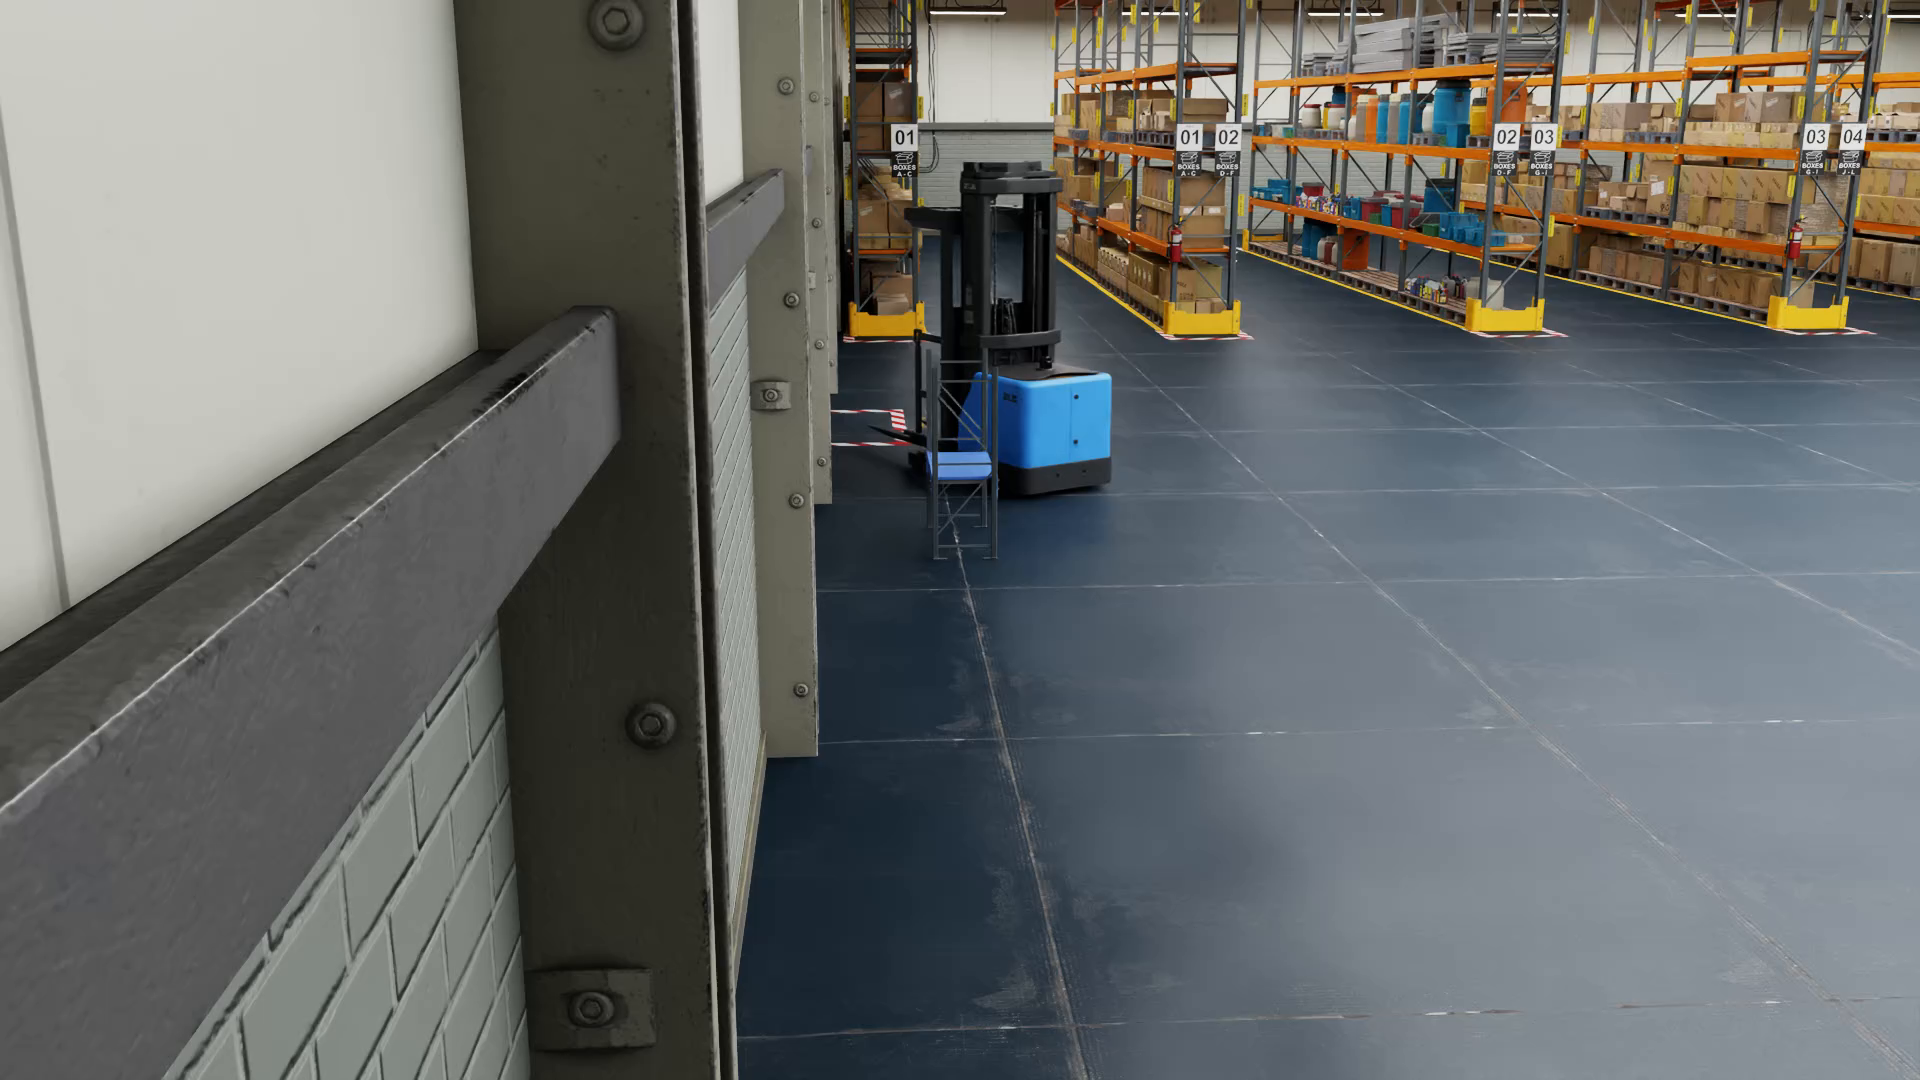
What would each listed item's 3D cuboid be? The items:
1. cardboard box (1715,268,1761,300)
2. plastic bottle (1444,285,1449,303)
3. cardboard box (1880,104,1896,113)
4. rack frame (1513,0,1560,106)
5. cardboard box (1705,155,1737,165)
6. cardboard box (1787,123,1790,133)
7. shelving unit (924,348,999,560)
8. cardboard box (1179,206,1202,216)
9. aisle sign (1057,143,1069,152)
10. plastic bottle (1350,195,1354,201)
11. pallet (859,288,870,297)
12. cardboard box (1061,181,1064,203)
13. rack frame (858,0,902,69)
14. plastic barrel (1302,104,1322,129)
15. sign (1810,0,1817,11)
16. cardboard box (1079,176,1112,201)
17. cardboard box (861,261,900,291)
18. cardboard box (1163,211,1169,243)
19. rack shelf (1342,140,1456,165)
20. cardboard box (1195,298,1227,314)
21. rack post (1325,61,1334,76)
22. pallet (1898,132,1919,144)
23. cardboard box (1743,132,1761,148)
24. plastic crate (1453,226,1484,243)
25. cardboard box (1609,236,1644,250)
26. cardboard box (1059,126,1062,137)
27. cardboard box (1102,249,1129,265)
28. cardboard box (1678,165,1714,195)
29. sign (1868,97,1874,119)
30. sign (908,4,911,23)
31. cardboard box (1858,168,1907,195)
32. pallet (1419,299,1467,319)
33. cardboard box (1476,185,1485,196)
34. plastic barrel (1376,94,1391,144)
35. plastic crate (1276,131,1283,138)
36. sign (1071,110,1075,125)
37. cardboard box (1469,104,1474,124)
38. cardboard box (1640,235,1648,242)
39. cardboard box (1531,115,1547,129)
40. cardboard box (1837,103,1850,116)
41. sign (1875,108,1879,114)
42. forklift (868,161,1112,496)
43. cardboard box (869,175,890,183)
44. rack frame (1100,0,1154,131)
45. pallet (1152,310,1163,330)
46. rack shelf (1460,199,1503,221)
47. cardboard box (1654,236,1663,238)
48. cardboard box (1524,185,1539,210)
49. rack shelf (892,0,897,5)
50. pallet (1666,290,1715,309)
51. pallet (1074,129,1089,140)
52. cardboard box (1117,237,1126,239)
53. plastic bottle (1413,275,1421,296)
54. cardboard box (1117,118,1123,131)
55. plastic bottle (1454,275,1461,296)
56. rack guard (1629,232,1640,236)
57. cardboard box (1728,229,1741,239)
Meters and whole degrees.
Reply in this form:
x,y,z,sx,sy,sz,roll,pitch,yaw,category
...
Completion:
x,y,z,sx,sy,sz,roll,pitch,yaw,category
13.583,-4.468,29.045,0.500,0.500,0.500,-2,15,-8,cardboard box
8.310,-4.212,28.445,0.061,0.283,0.133,-1,14,-3,plastic bottle
22.561,-10.257,40.109,0.500,0.500,0.500,-1,14,-2,cardboard box
12.943,-10.766,37.309,1.000,3.000,0.127,-1,14,-3,rack frame
17.601,-8.701,38.520,0.500,0.500,0.500,-1,14,-5,cardboard box
13.459,-6.580,26.561,0.380,0.149,0.250,-1,14,-5,cardboard box
0.005,-0.705,13.257,0.538,1.500,1.048,-1,14,-3,shelving unit
3.585,-5.179,26.131,0.380,0.149,0.250,-1,14,-4,cardboard box
2.510,-9.974,41.056,0.394,0.787,0.004,-1,14,-3,aisle sign
8.451,-7.262,35.832,0.144,0.351,0.185,-1,14,-3,plastic bottle
-1.443,-4.484,30.532,1.003,0.211,1.213,-1,14,-3,pallet
2.667,-8.260,39.408,0.500,0.500,0.500,-1,14,-3,cardboard box
-1.641,-9.541,32.551,1.000,3.000,0.127,-1,14,-3,rack frame
7.782,-9.371,36.792,0.433,0.535,0.433,0,14,0,plastic barrel
13.131,-8.307,25.560,0.100,0.325,0.005,-1,14,-3,sign
2.967,-7.669,36.269,0.700,0.500,0.500,1,14,5,cardboard box
-1.455,-4.827,30.399,0.700,0.500,0.500,0,14,-2,cardboard box
3.720,-5.143,27.294,0.700,0.500,0.500,-1,14,-3,cardboard box
8.371,-7.396,31.675,1.077,0.370,4.000,-1,14,-3,rack shelf
3.988,-3.732,26.688,0.500,0.250,0.500,-1,14,-3,cardboard box
8.252,-9.946,35.125,0.937,0.300,0.954,1,14,3,rack post
18.289,-7.509,31.057,0.805,0.209,1.217,-1,15,-6,pallet
13.346,-6.624,27.531,0.500,0.250,0.500,-1,14,-2,cardboard box
8.379,-5.009,27.272,0.499,0.251,0.408,-1,14,-3,plastic crate
13.305,-5.933,33.195,0.500,0.250,0.500,1,14,3,cardboard box
2.636,-9.703,39.498,0.500,0.250,0.500,-1,14,-3,cardboard box
3.084,-5.591,32.788,0.500,0.311,0.500,-1,14,-5,cardboard box
13.213,-6.432,29.699,0.500,0.500,0.500,-1,14,-3,cardboard box
14.228,-6.760,26.007,0.100,0.325,0.005,-1,14,-3,sign
-0.850,-9.041,28.573,0.100,0.325,0.005,-1,14,-3,sign
18.232,-7.084,32.834,0.700,0.500,0.500,-1,14,-4,cardboard box
8.574,-3.972,28.540,1.003,0.211,1.213,-1,14,-3,pallet
12.587,-8.293,39.442,0.500,0.250,0.500,-1,14,-2,cardboard box
8.166,-7.938,31.333,0.600,0.901,0.708,-1,14,-3,plastic barrel
7.541,-9.419,38.625,0.293,0.136,0.466,-1,14,-3,plastic crate
2.514,-9.401,36.987,0.100,0.325,0.005,-1,14,-3,sign
12.695,-10.338,40.421,0.700,0.500,0.500,-1,14,-5,cardboard box
17.365,-7.594,41.900,0.380,0.149,0.250,-1,14,-2,cardboard box
12.921,-9.199,36.575,0.500,0.311,0.500,-1,14,-5,cardboard box
18.366,-9.022,34.814,0.396,0.266,0.258,-1,14,-3,cardboard box
18.702,-8.665,33.967,0.100,0.325,0.005,-1,14,-3,sign
0.158,-2.127,15.911,1.130,2.935,3.031,-9,17,-32,forklift
-1.589,-7.126,32.819,0.380,0.149,0.250,-3,15,-11,cardboard box
3.303,-9.619,32.852,1.000,3.000,0.127,-1,14,-3,rack frame
3.710,-3.563,26.950,1.003,0.211,1.213,-1,14,-3,pallet
12.819,-8.009,40.079,1.077,0.370,4.000,-1,14,-3,rack shelf
17.400,-7.545,41.113,0.380,0.149,0.250,0,14,-2,cardboard box
12.785,-7.541,36.615,0.500,0.500,0.500,-1,14,-5,cardboard box
-1.765,-11.300,34.159,1.077,0.370,4.000,-1,14,-3,rack shelf
13.516,-4.354,30.024,1.003,0.211,1.213,-1,14,-3,pallet
3.093,-8.649,35.478,1.213,0.211,1.003,-1,14,-3,pallet
3.425,-6.345,36.299,0.500,0.500,0.500,-1,14,-3,cardboard box
8.131,-4.517,29.496,0.144,0.351,0.185,0,14,-2,plastic bottle
3.388,-8.185,32.757,0.500,0.250,0.500,-2,15,-8,cardboard box
8.835,-4.521,29.511,0.144,0.351,0.185,-2,15,-6,plastic bottle
17.657,-7.677,42.361,1.175,0.500,0.348,-1,14,-3,rack guard
13.265,-5.193,28.195,0.380,0.149,0.250,-1,14,-3,cardboard box
